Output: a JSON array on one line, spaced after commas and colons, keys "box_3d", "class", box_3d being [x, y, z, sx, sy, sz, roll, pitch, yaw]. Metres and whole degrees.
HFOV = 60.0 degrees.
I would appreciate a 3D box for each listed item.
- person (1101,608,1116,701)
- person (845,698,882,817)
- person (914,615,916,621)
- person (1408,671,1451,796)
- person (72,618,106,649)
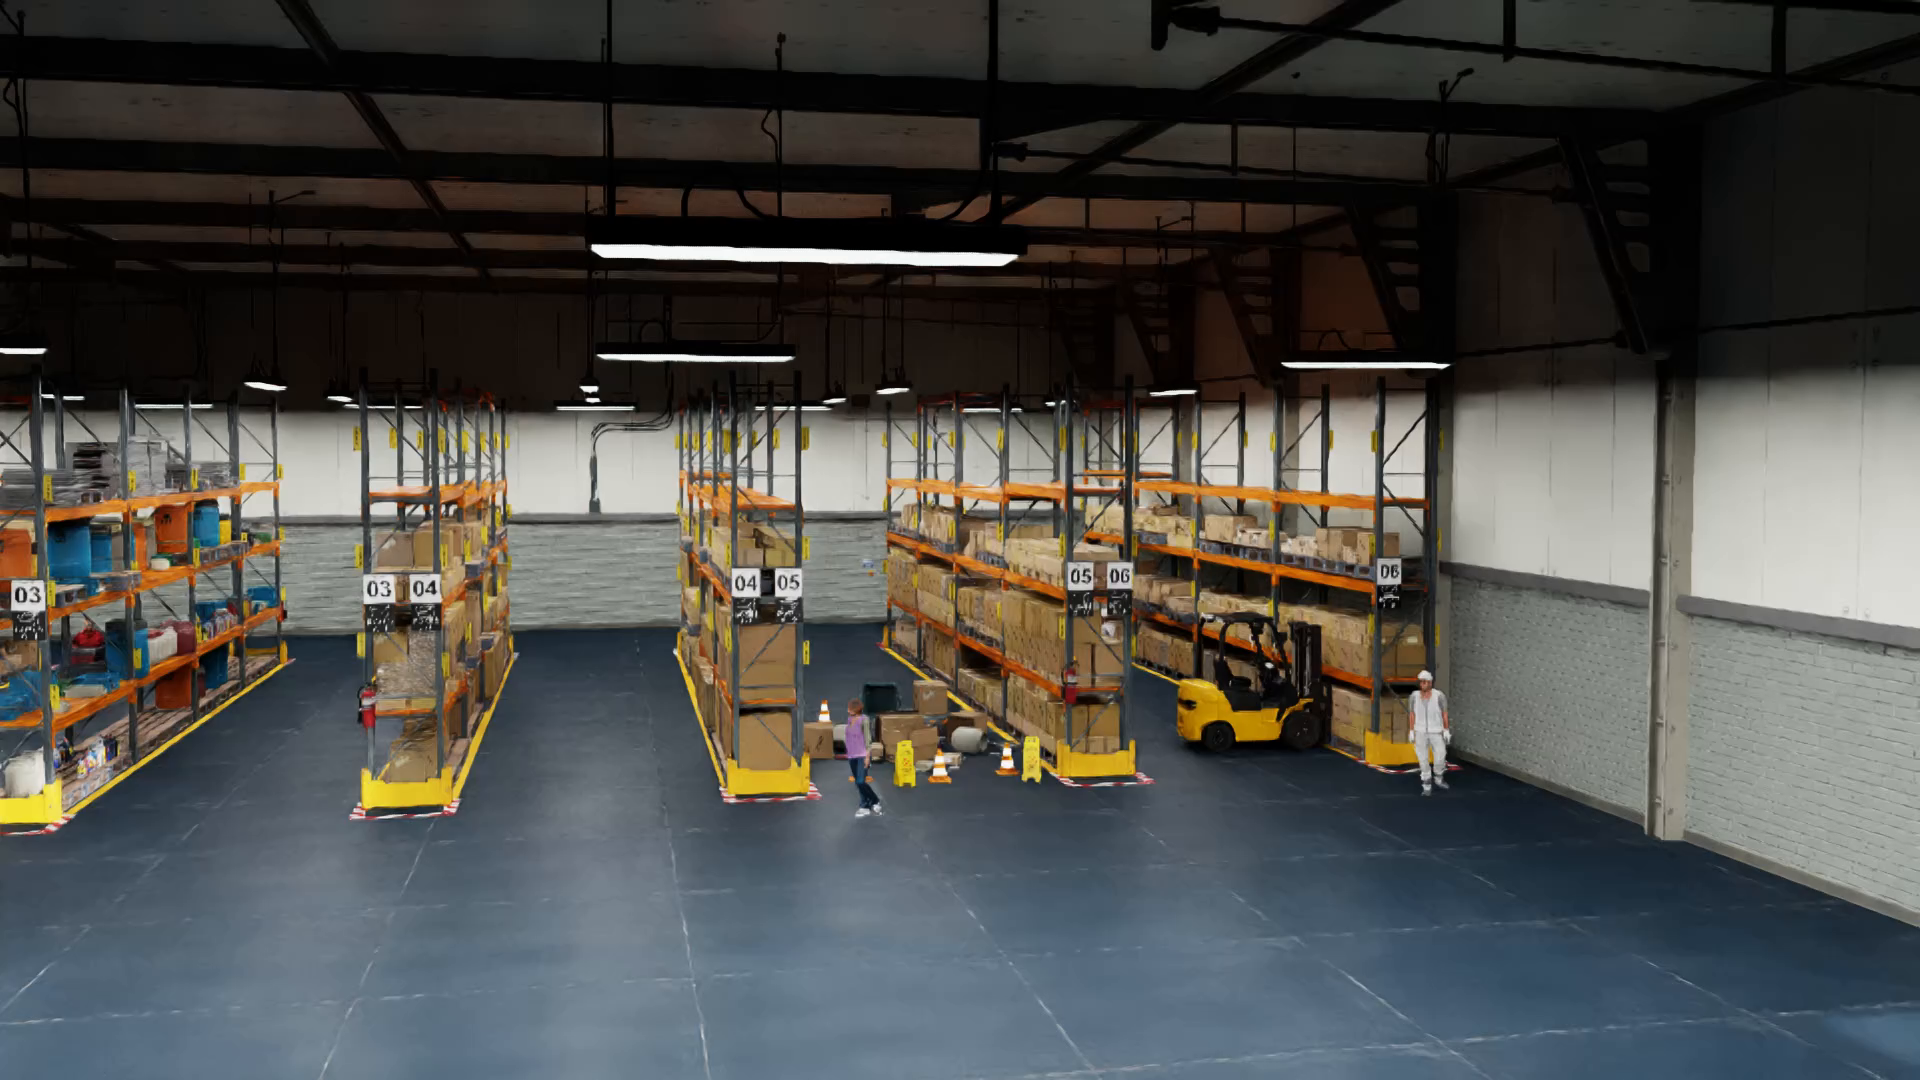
[{"box_3d": [2.742, 2.197, 31.889, 0.583, 1.782, 0.665, 1, 4, 18], "class": "person"}, {"box_3d": [-1.293, 2.885, 22.069, 0.550, 1.589, 0.397, 3, 5, 45], "class": "person"}, {"box_3d": [-0.990, 1.656, 42.319, 0.682, 1.659, 0.498, -3, 4, -39], "class": "person"}, {"box_3d": [6.638, 2.718, 23.495, 0.587, 1.780, 0.573, 1, 4, 23], "class": "person"}, {"box_3d": [-16.432, 2.297, 31.461, 0.683, 1.675, 0.531, -1, 3, -14], "class": "person"}]
